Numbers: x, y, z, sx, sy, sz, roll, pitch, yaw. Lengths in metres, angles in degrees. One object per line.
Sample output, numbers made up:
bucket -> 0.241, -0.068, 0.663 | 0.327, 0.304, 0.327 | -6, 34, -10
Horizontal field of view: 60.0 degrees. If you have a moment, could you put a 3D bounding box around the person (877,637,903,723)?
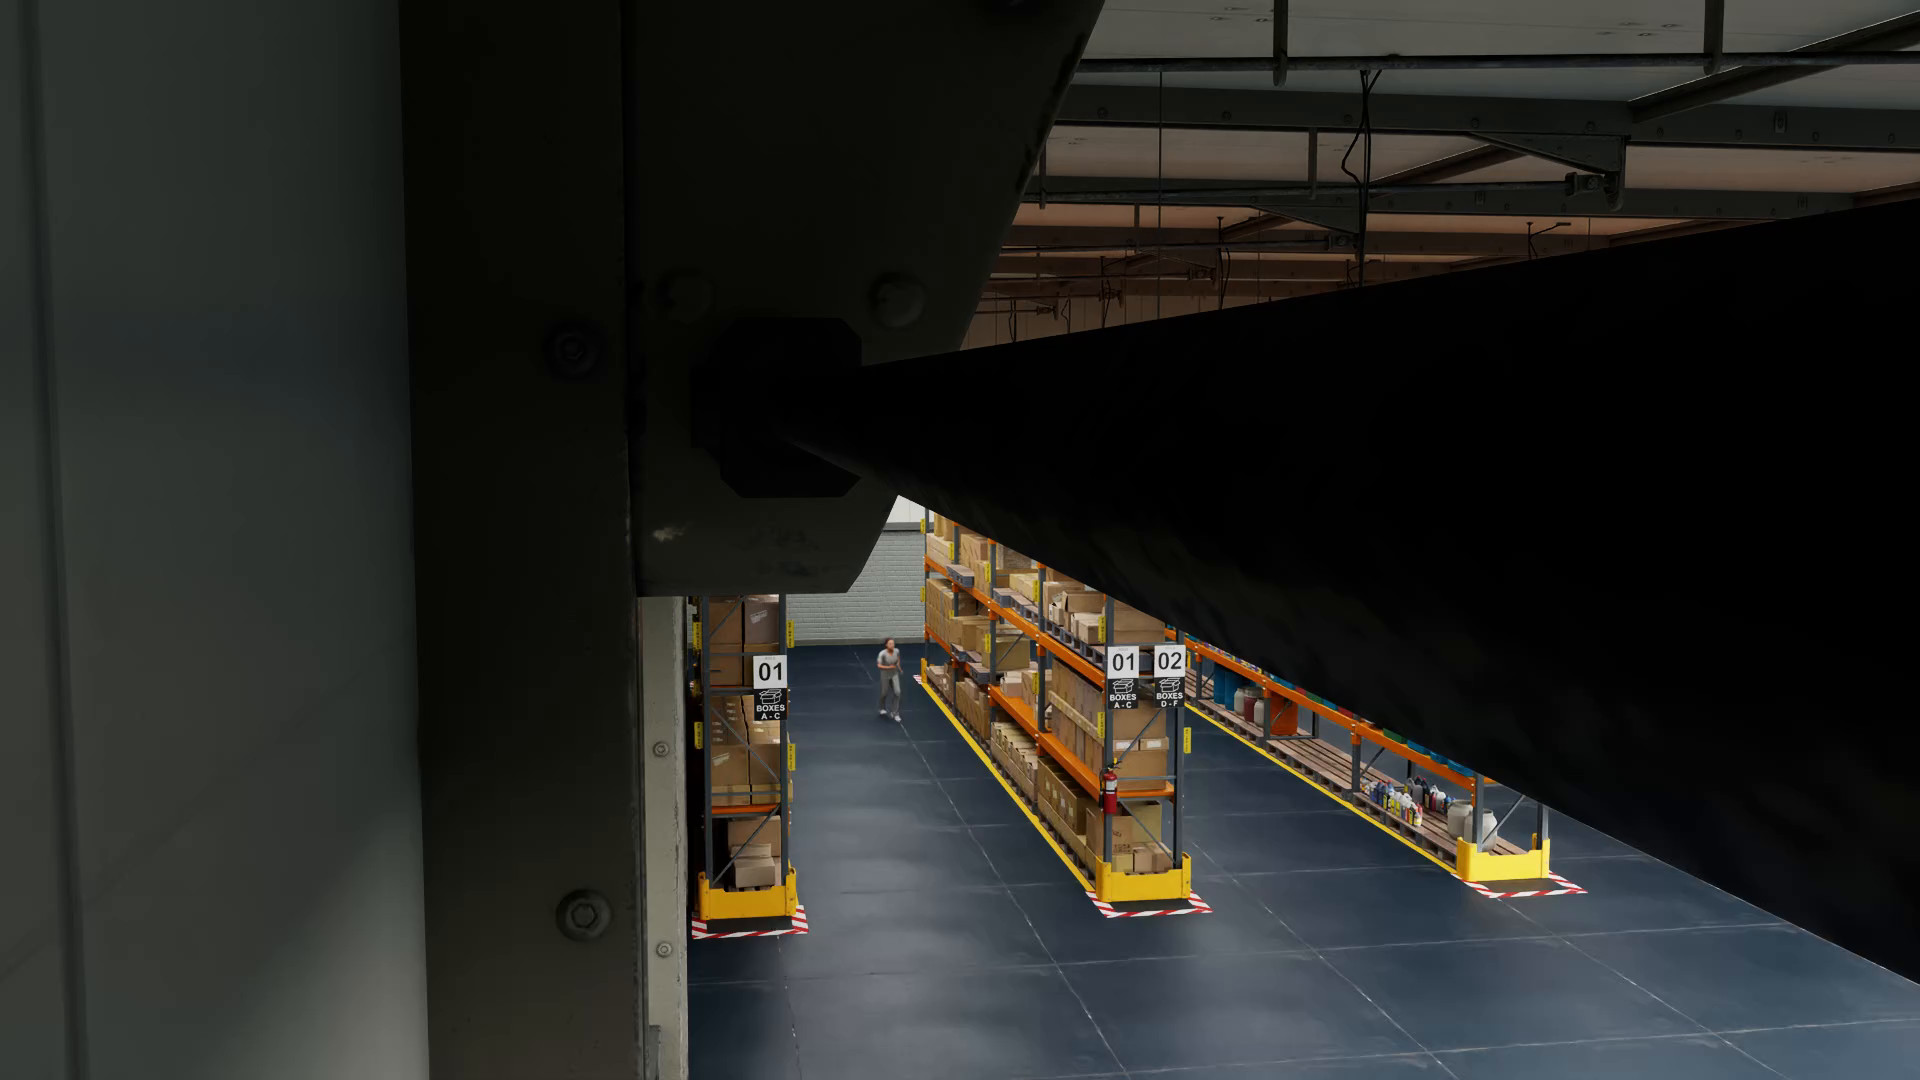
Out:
person -> -1.380, 2.728, 32.308 | 0.562, 1.543, 0.952 | -2, 5, -19

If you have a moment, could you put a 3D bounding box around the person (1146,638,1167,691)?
person -> 3.952, 2.649, 33.029 | 0.651, 1.607, 0.508 | 3, 6, 31
